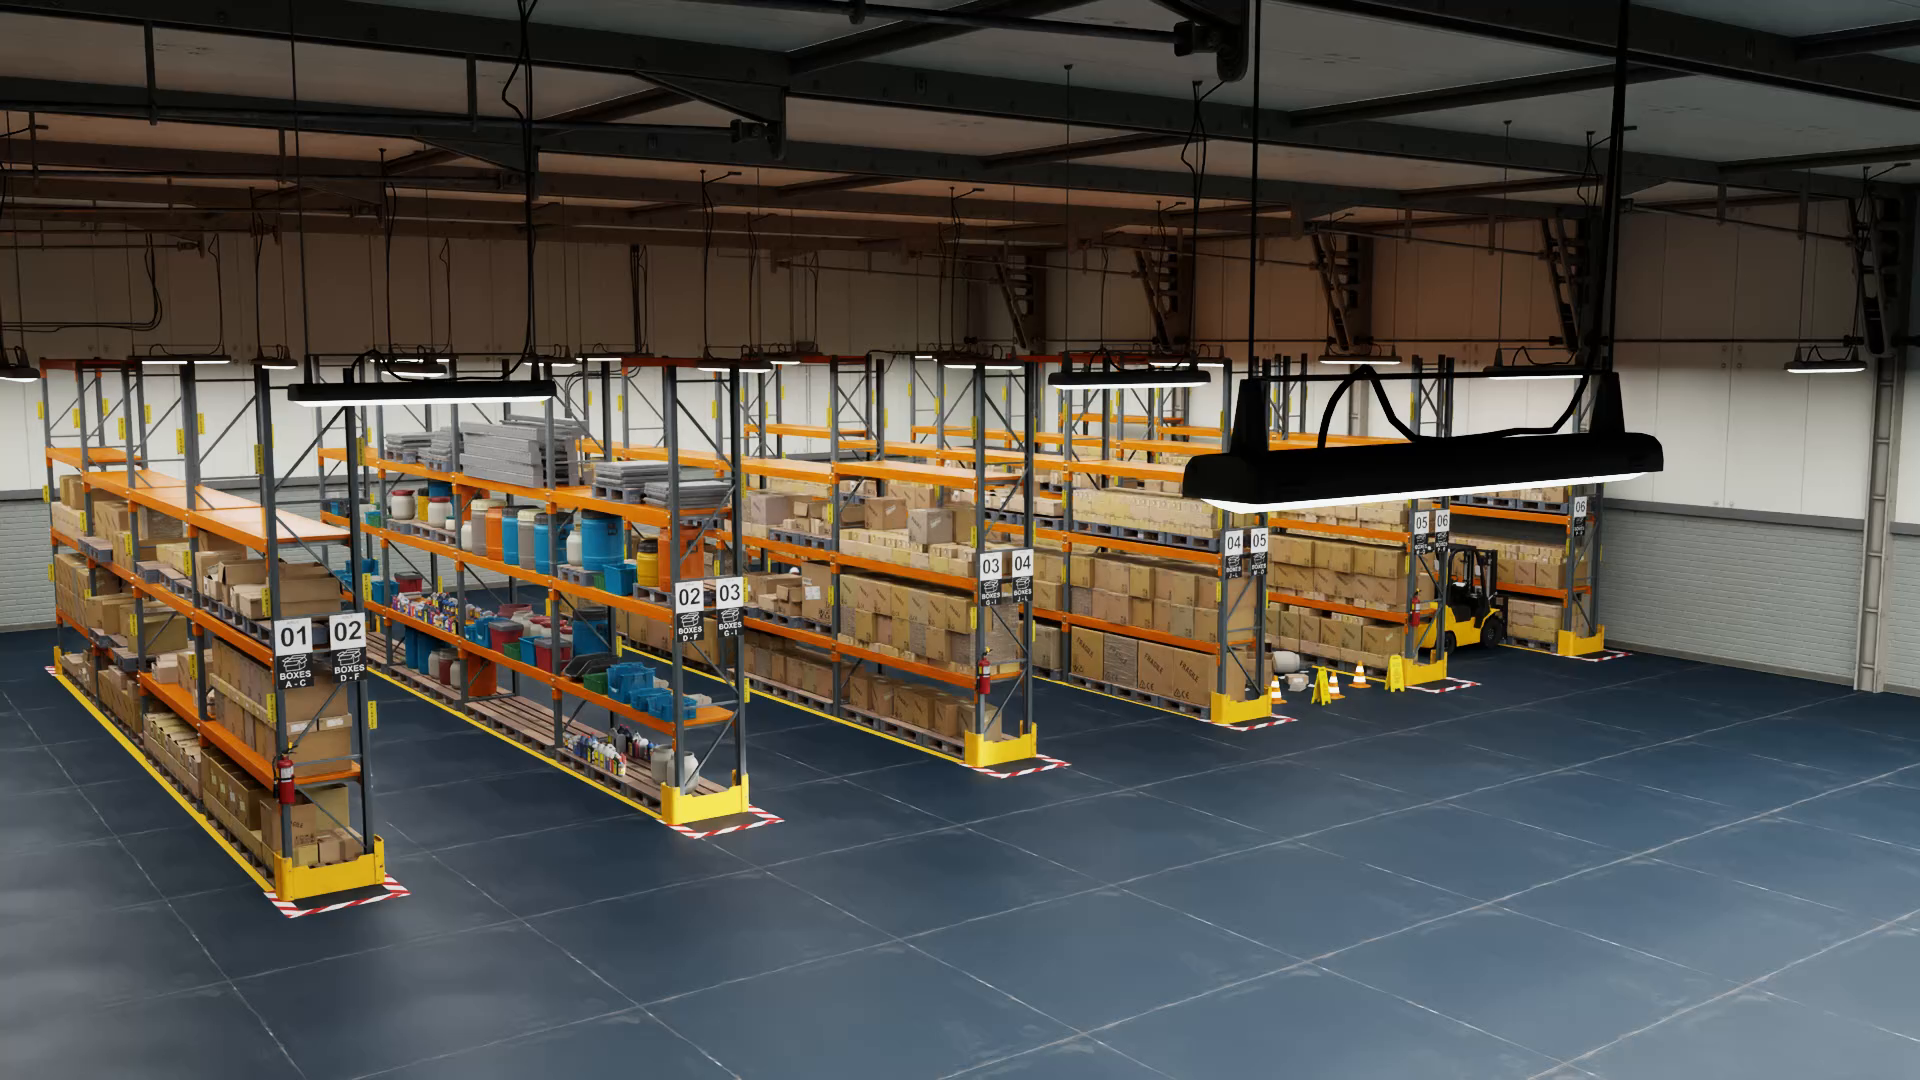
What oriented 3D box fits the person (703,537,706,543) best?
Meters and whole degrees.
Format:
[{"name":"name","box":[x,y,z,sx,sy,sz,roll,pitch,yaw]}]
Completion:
[{"name":"person","box":[-6.307,0.703,40.327,0.449,1.606,0.461,-3,8,-26]}]

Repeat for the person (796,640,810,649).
[{"name":"person","box":[-3.208,1.405,33.935,0.690,1.760,0.907,-6,9,-39]}]
